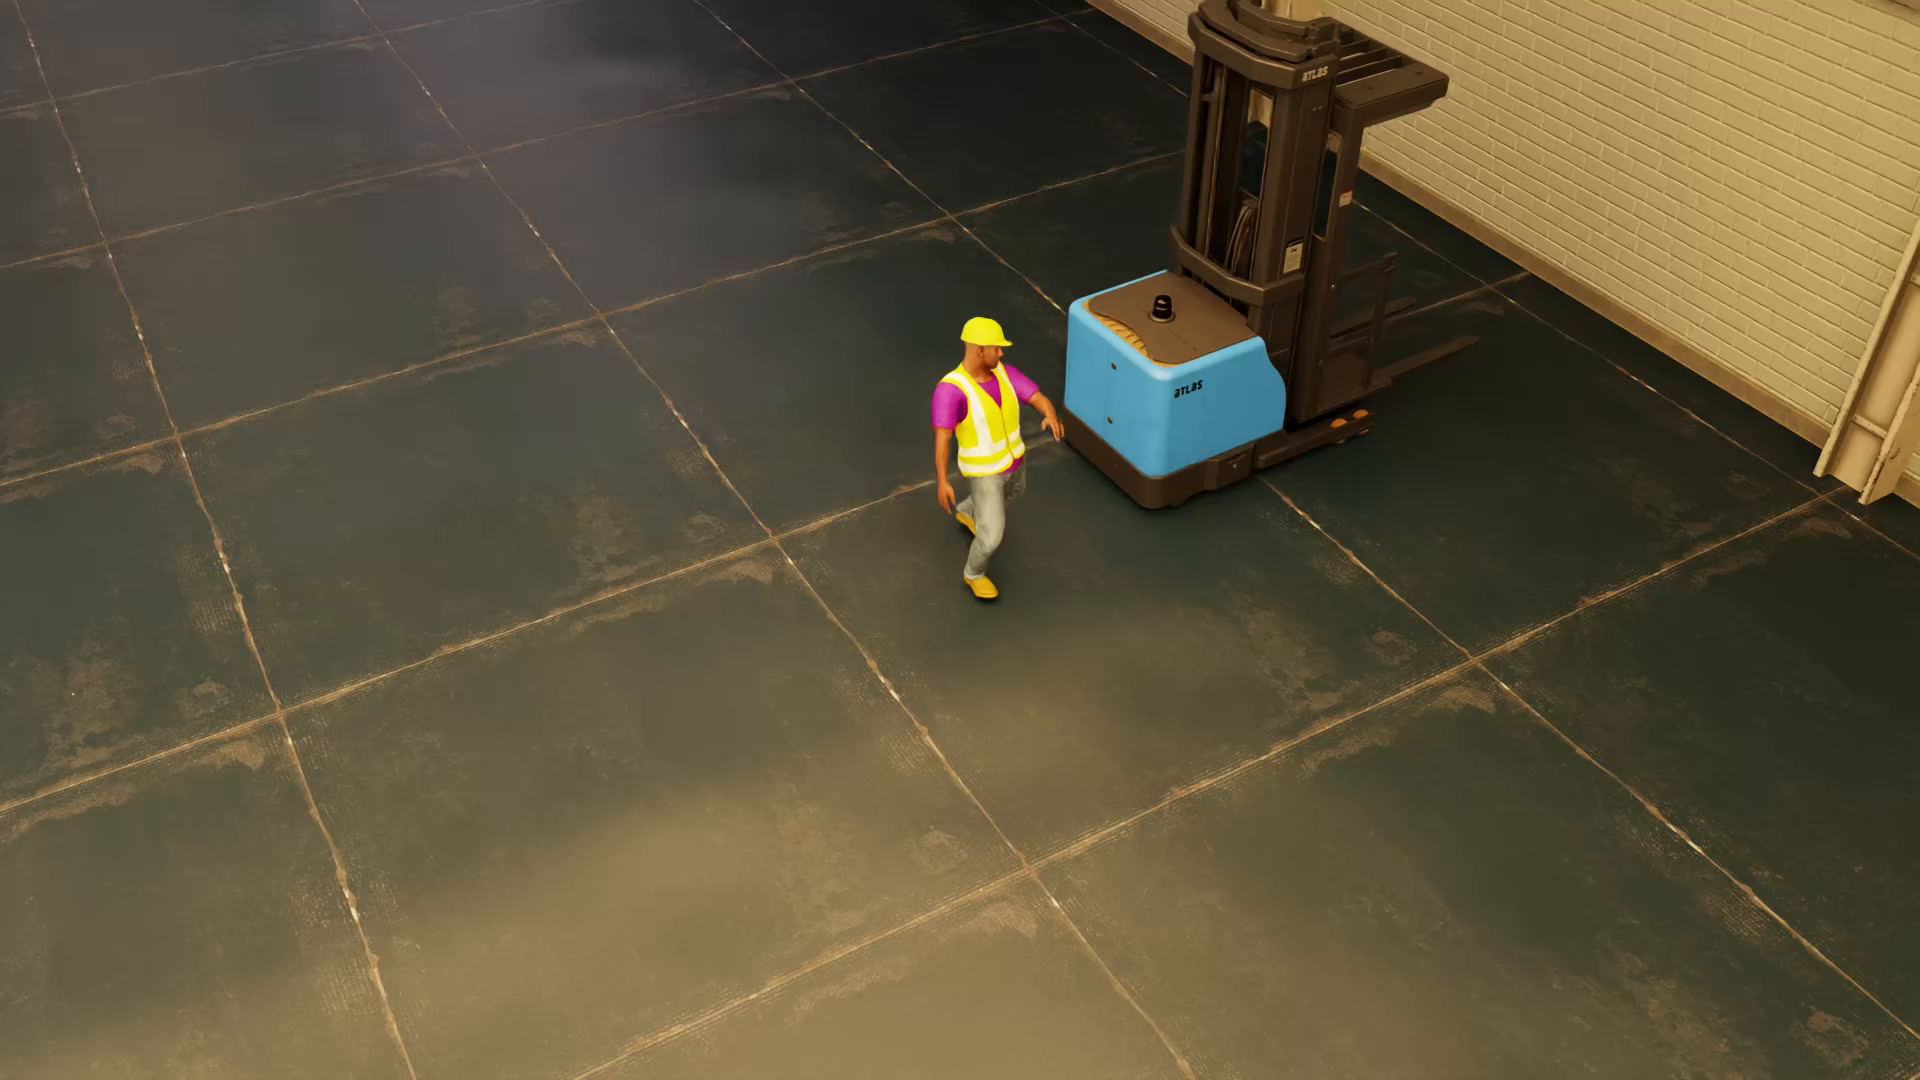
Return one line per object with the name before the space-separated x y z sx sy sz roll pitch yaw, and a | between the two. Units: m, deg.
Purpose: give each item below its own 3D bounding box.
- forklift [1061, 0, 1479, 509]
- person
forklift | 2.192 -2.038 10.493 3.031 2.935 1.130 -22 44 -24
person | 0.163 -0.399 9.538 0.871 1.608 0.863 22 44 24
